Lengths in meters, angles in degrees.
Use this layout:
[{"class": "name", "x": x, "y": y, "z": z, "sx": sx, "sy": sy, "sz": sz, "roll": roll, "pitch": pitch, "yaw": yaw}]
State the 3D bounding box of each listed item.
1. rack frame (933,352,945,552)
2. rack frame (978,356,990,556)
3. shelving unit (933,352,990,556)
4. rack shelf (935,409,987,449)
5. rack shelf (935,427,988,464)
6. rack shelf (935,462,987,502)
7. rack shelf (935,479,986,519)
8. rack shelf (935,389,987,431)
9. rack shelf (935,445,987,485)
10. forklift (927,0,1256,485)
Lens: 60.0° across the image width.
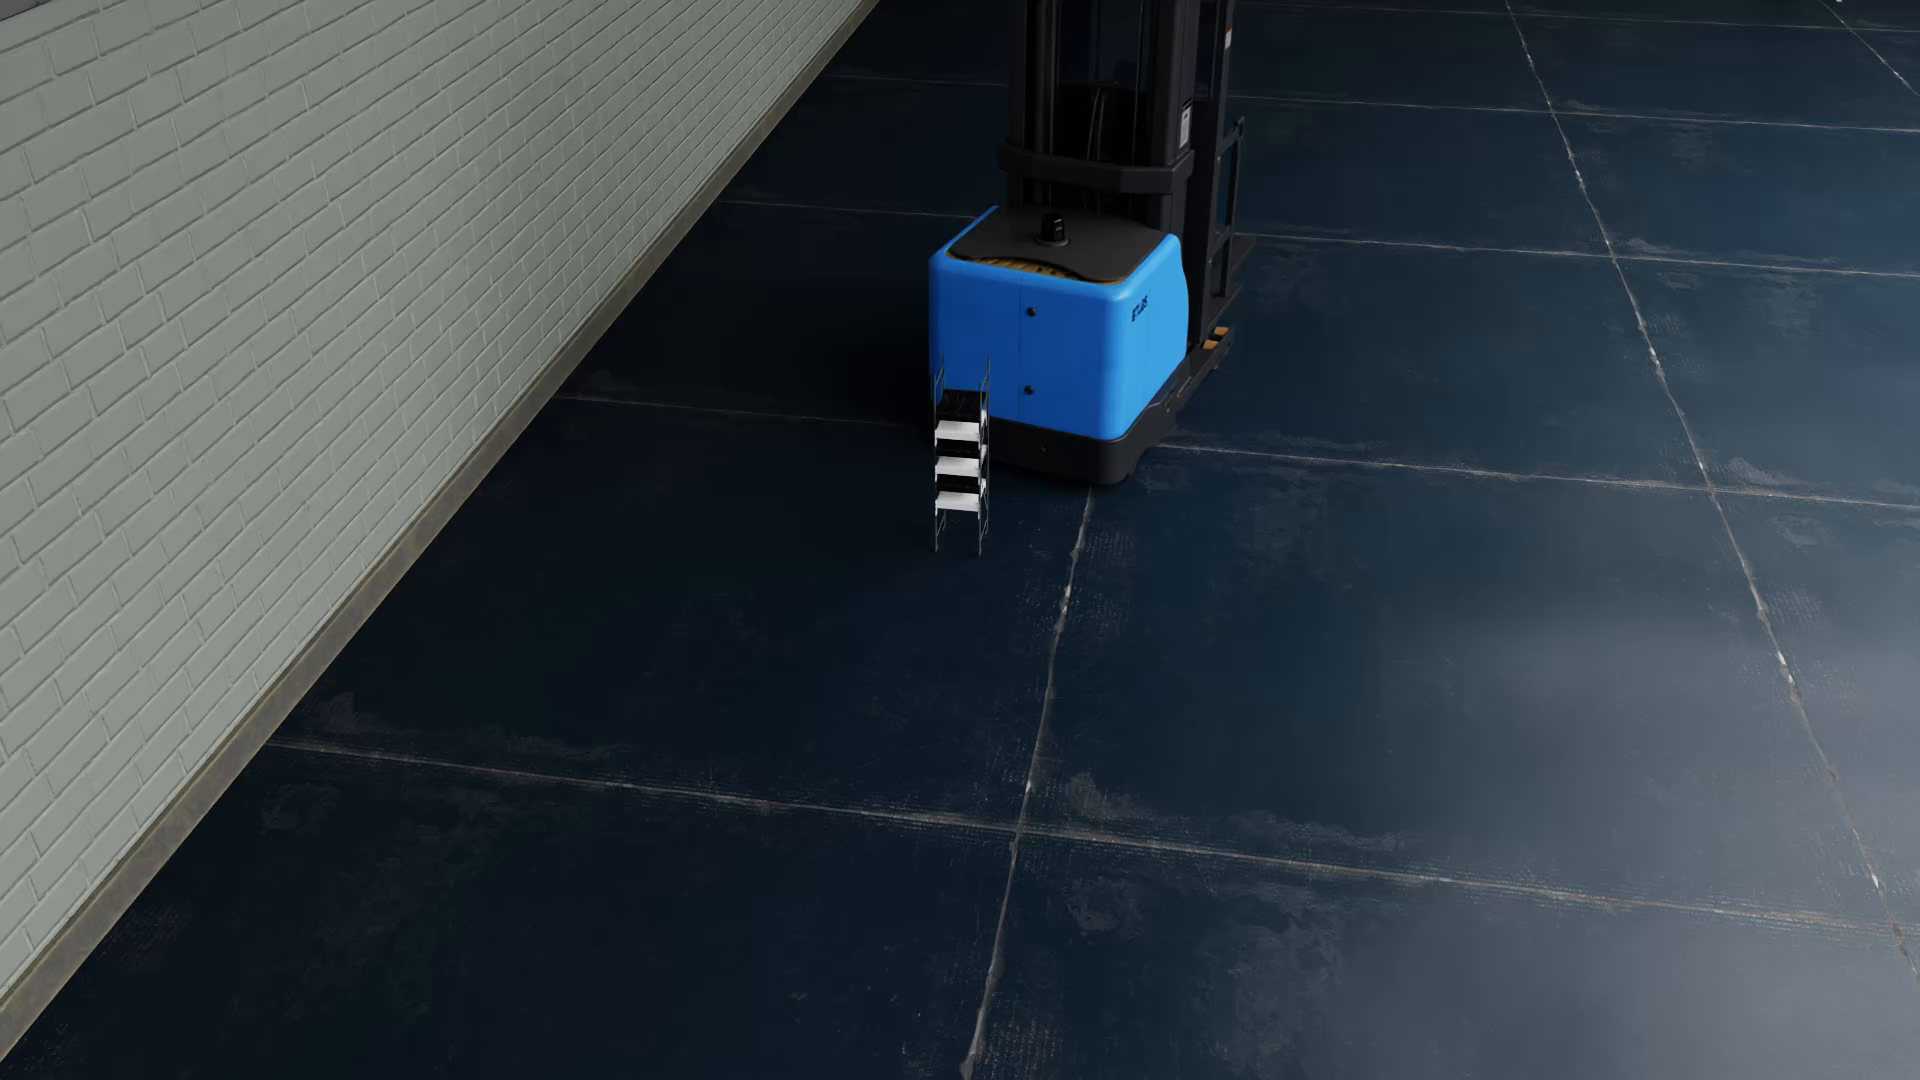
[{"class": "rack frame", "x": -0.092, "y": -0.390, "z": 7.525, "sx": 0.006, "sy": 0.900, "sz": 0.240, "roll": 5, "pitch": 32, "yaw": 8}, {"class": "rack frame", "x": 0.108, "y": -0.372, "z": 7.496, "sx": 0.006, "sy": 0.900, "sz": 0.240, "roll": 5, "pitch": 32, "yaw": 8}, {"class": "shelving unit", "x": 0.008, "y": -0.381, "z": 7.510, "sx": 0.210, "sy": 0.900, "sz": 0.258, "roll": 5, "pitch": 32, "yaw": 8}, {"class": "rack shelf", "x": 0.008, "y": -0.505, "z": 7.432, "sx": 0.200, "sy": 0.077, "sz": 0.258, "roll": 5, "pitch": 32, "yaw": 8}, {"class": "rack shelf", "x": 0.008, "y": -0.429, "z": 7.480, "sx": 0.200, "sy": 0.077, "sz": 0.258, "roll": 5, "pitch": 32, "yaw": 8}, {"class": "rack shelf", "x": 0.008, "y": -0.276, "z": 7.576, "sx": 0.200, "sy": 0.077, "sz": 0.258, "roll": 5, "pitch": 32, "yaw": 8}, {"class": "rack shelf", "x": 0.008, "y": -0.200, "z": 7.623, "sx": 0.200, "sy": 0.077, "sz": 0.258, "roll": 5, "pitch": 32, "yaw": 8}, {"class": "rack shelf", "x": 0.008, "y": -0.581, "z": 7.384, "sx": 0.200, "sy": 0.077, "sz": 0.258, "roll": 5, "pitch": 32, "yaw": 8}, {"class": "rack shelf", "x": 0.008, "y": -0.352, "z": 7.528, "sx": 0.200, "sy": 0.077, "sz": 0.258, "roll": 5, "pitch": 32, "yaw": 8}, {"class": "forklift", "x": 0.905, "y": -2.276, "z": 8.623, "sx": 1.130, "sy": 2.935, "sz": 3.031, "roll": 14, "pitch": 35, "yaw": 21}]
